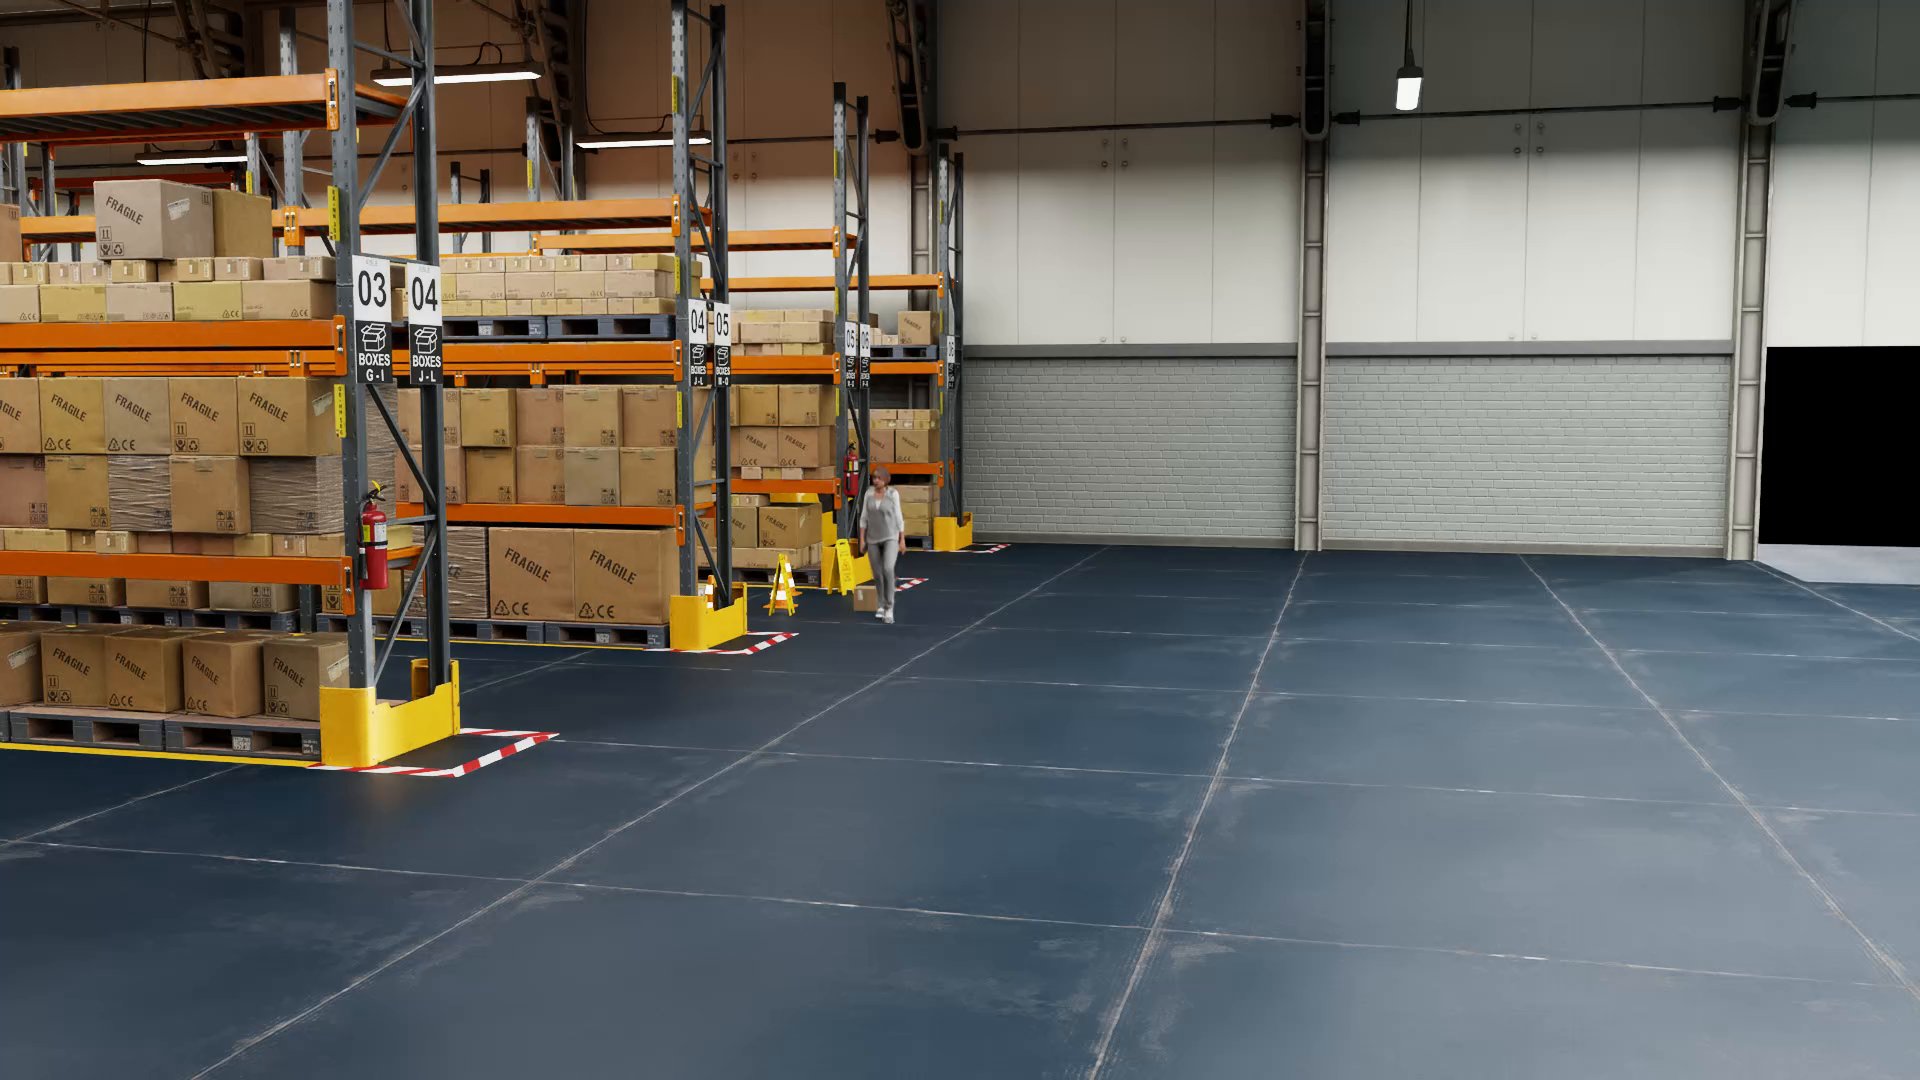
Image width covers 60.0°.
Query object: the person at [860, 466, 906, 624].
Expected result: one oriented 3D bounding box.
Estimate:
[{"bbox_3d":[-0.790,0.051,17.111,0.450,1.636,0.527,2,5,17],"label":"person"}]
